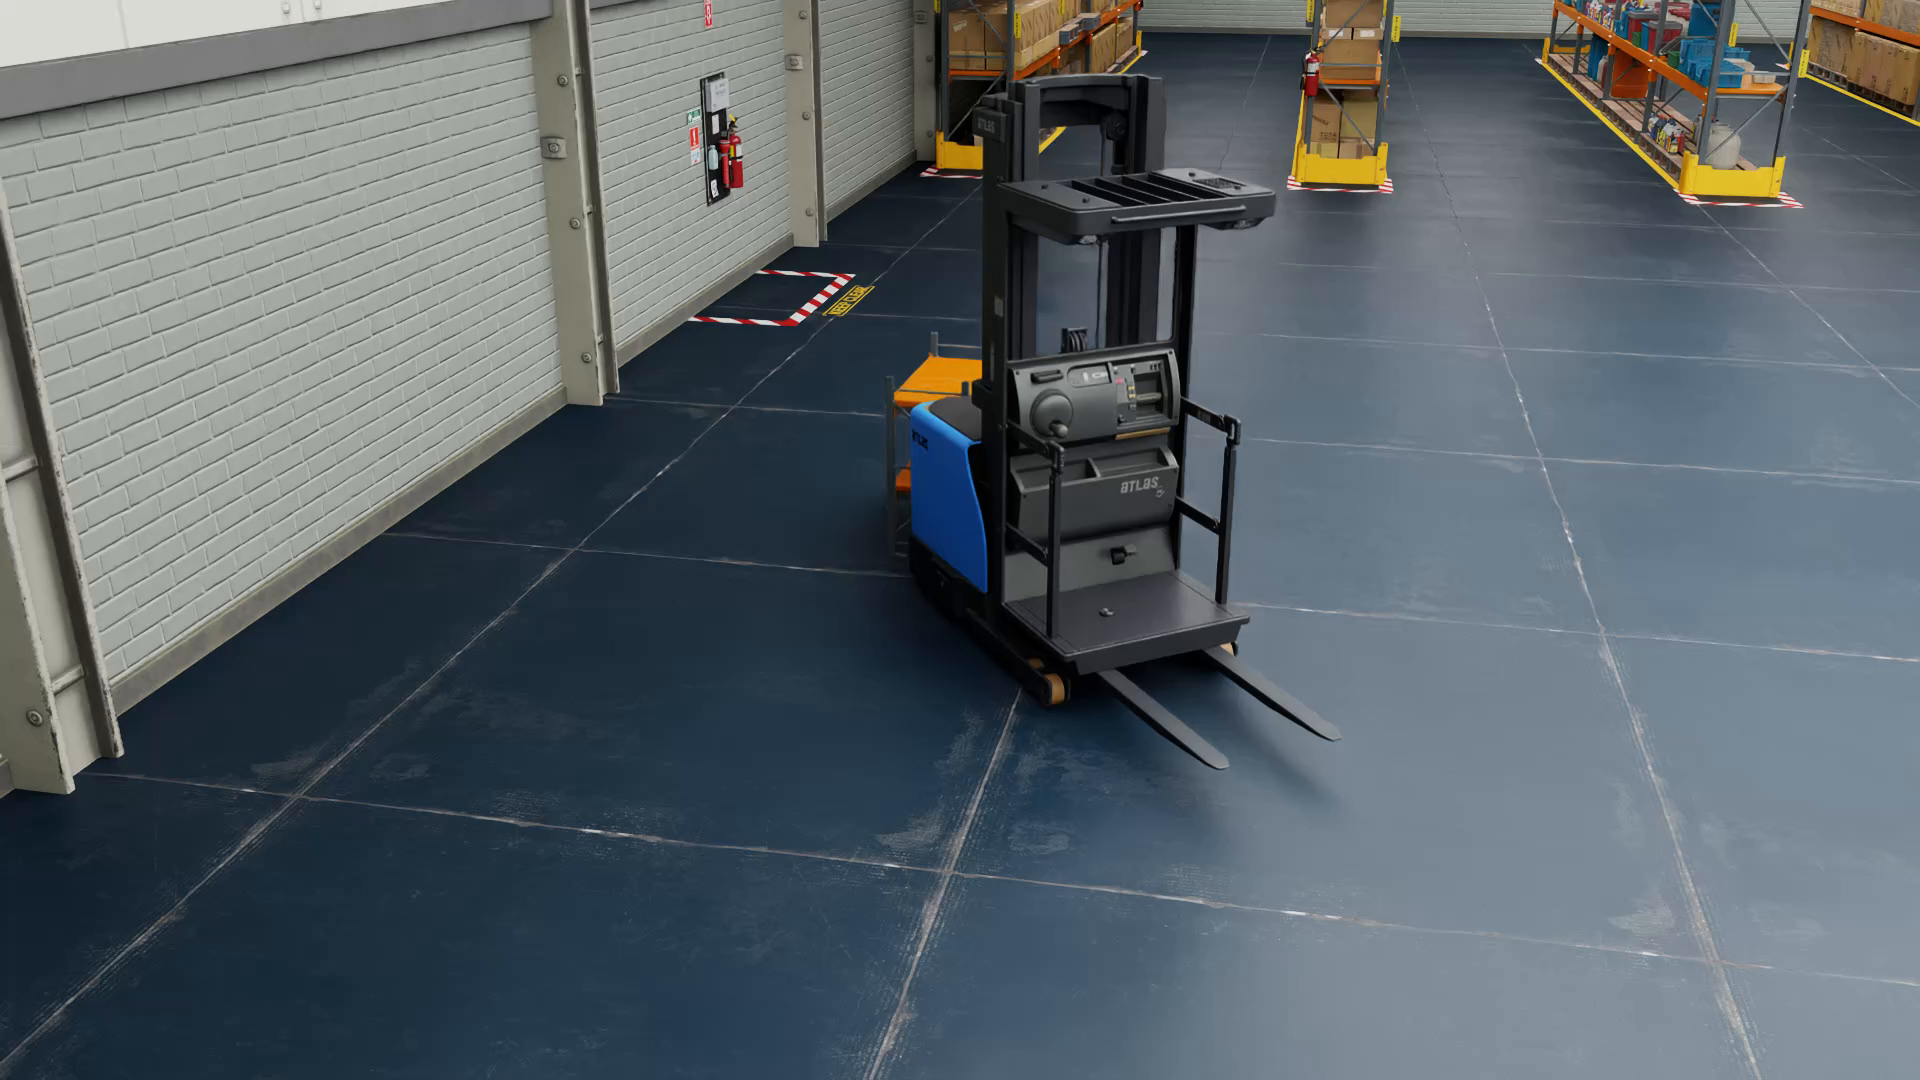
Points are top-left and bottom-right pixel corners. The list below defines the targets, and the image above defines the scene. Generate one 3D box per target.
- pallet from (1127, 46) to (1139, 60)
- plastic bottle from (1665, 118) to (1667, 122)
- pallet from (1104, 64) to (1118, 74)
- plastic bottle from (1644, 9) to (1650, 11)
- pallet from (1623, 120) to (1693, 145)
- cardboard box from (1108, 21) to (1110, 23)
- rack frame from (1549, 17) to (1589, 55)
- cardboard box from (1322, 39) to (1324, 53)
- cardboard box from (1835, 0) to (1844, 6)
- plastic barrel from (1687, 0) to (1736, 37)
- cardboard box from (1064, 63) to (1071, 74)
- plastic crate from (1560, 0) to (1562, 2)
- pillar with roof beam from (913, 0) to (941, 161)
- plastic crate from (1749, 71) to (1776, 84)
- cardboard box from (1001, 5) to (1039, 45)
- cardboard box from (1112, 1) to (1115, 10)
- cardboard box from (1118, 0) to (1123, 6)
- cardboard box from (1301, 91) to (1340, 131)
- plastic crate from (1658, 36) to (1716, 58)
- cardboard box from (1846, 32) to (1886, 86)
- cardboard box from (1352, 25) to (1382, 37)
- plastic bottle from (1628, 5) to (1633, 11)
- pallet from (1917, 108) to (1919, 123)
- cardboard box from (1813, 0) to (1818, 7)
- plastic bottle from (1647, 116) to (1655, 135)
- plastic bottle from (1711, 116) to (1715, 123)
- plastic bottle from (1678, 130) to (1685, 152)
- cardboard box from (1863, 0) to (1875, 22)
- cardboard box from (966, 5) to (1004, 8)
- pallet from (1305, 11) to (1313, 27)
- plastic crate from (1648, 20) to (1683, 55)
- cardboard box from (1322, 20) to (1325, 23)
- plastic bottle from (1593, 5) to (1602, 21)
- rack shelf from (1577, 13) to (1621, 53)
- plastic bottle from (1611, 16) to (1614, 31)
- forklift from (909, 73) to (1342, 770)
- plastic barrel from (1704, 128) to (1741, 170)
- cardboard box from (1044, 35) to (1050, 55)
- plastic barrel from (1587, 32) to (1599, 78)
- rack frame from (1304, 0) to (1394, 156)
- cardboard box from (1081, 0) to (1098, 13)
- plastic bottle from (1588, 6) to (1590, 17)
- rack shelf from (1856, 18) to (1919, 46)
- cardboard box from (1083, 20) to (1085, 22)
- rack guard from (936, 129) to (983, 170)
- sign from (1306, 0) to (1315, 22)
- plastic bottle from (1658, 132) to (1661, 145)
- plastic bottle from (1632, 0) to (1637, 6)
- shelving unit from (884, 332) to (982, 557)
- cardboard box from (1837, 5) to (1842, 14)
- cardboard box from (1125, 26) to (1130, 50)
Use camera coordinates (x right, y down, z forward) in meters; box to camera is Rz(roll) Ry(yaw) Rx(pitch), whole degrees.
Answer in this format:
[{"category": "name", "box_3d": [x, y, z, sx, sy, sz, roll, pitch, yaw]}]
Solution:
[{"category": "pallet", "box_3d": [3.419, -10.848, 37.006, 1.003, 0.211, 1.213, 4, 22, 11]}, {"category": "plastic bottle", "box_3d": [10.326, -6.029, 24.354, 0.061, 0.283, 0.133, 4, 22, 11]}, {"category": "pallet", "box_3d": [2.605, -9.395, 33.400, 1.003, 0.211, 1.213, 4, 22, 11]}, {"category": "plastic bottle", "box_3d": [12.259, -9.342, 29.700, 0.152, 0.276, 0.135, 4, 22, 11]}, {"category": "pallet", "box_3d": [10.877, -6.292, 25.695, 1.003, 0.211, 1.213, 4, 22, 11]}, {"category": "cardboard box", "box_3d": [3.033, -11.109, 35.838, 0.380, 0.149, 0.250, 5, 22, 11]}, {"category": "rack frame", "box_3d": [13.204, -11.684, 35.351, 1.000, 3.000, 0.127, 4, 22, 11]}, {"category": "cardboard box", "box_3d": [5.822, -7.558, 24.972, 0.700, 0.500, 0.500, 4, 22, 10]}, {"category": "cardboard box", "box_3d": [17.277, -10.470, 32.138, 0.500, 0.250, 0.500, 5, 22, 12]}, {"category": "plastic barrel", "box_3d": [11.130, -7.647, 24.654, 0.600, 0.901, 0.708, 4, 22, 11]}, {"category": "cardboard box", "box_3d": [1.558, -8.112, 29.237, 0.700, 0.500, 0.500, 4, 22, 11]}, {"category": "plastic crate", "box_3d": [12.697, -11.329, 34.611, 0.416, 0.233, 0.300, 4, 22, 11]}, {"category": "pillar with roof beam", "box_3d": [3.751, -9.365, 21.560, 9.100, 9.000, 0.400, 4, 22, 11]}, {"category": "plastic crate", "box_3d": [10.436, -6.013, 21.622, 0.298, 0.136, 0.250, 4, 22, 11]}, {"category": "cardboard box", "box_3d": [0.854, -7.396, 23.872, 0.500, 0.500, 0.500, 4, 22, 9]}, {"category": "cardboard box", "box_3d": [2.869, -10.630, 33.043, 0.380, 0.149, 0.250, 5, 22, 12]}, {"category": "cardboard box", "box_3d": [2.816, -11.313, 34.027, 0.980, 0.700, 0.700, 5, 22, 12]}, {"category": "cardboard box", "box_3d": [5.098, -6.065, 23.512, 0.500, 0.500, 0.500, 4, 22, 11]}, {"category": "plastic crate", "box_3d": [10.524, -7.085, 24.014, 0.767, 0.338, 0.504, 4, 22, 11]}, {"category": "cardboard box", "box_3d": [17.125, -8.818, 30.514, 1.225, 0.875, 0.875, 5, 22, 11]}, {"category": "cardboard box", "box_3d": [5.433, -6.783, 22.178, 0.380, 0.149, 0.250, 4, 22, 10]}, {"category": "plastic bottle", "box_3d": [12.320, -9.678, 30.540, 0.097, 0.271, 0.097, 0, 22, 0]}, {"category": "pallet", "box_3d": [16.259, -6.802, 26.960, 1.003, 0.211, 1.213, 4, 22, 11]}, {"category": "cardboard box", "box_3d": [17.554, -10.898, 33.734, 0.380, 0.149, 0.250, 4, 22, 10]}, {"category": "plastic bottle", "box_3d": [10.261, -6.151, 24.675, 0.097, 0.271, 0.097, 0, 22, 0]}, {"category": "plastic bottle", "box_3d": [10.867, -5.943, 24.053, 0.144, 0.351, 0.185, 3, 22, 8]}, {"category": "plastic bottle", "box_3d": [10.067, -5.564, 23.201, 0.061, 0.283, 0.133, 4, 22, 11]}, {"category": "cardboard box", "box_3d": [16.898, -9.741, 30.392, 0.500, 0.500, 0.500, 5, 22, 11]}, {"category": "cardboard box", "box_3d": [0.342, -7.437, 23.975, 0.500, 0.500, 0.500, 4, 22, 9]}, {"category": "pallet", "box_3d": [6.792, -9.302, 29.692, 1.213, 0.211, 1.003, 4, 22, 11]}, {"category": "plastic crate", "box_3d": [10.554, -7.526, 24.939, 0.402, 0.464, 0.583, 4, 22, 11]}, {"category": "cardboard box", "box_3d": [5.193, -7.091, 22.942, 0.380, 0.149, 0.250, 5, 23, 13]}, {"category": "plastic bottle", "box_3d": [11.731, -9.685, 30.552, 0.152, 0.276, 0.135, 4, 22, 11]}, {"category": "rack shelf", "box_3d": [11.979, -9.156, 30.037, 1.077, 0.370, 4.000, 4, 22, 11]}, {"category": "plastic bottle", "box_3d": [11.236, -8.885, 28.556, 0.061, 0.283, 0.133, 4, 22, 11]}, {"category": "forklift", "box_3d": [0.787, -0.715, 8.205, 1.130, 2.935, 3.031, -10, 24, -23]}, {"category": "plastic barrel", "box_3d": [9.998, -5.120, 21.820, 0.421, 0.512, 0.421, 0, 22, 0]}, {"category": "cardboard box", "box_3d": [1.059, -7.428, 24.955, 0.500, 0.250, 0.500, 4, 22, 11]}, {"category": "plastic barrel", "box_3d": [12.260, -9.245, 31.541, 0.600, 0.901, 0.708, 4, 22, 11]}, {"category": "rack frame", "box_3d": [5.090, -6.212, 21.762, 1.000, 3.000, 0.127, 4, 22, 11]}, {"category": "cardboard box", "box_3d": [2.222, -9.866, 30.276, 0.500, 0.500, 0.500, 5, 22, 13]}, {"category": "plastic bottle", "box_3d": [11.842, -9.932, 31.172, 0.097, 0.271, 0.097, 0, 22, 0]}, {"category": "rack shelf", "box_3d": [16.828, -8.779, 29.099, 1.077, 0.370, 4.000, 4, 22, 11]}, {"category": "cardboard box", "box_3d": [2.167, -9.509, 30.260, 0.380, 0.149, 0.250, 4, 22, 10]}, {"category": "rack guard", "box_3d": [0.256, -5.456, 23.233, 1.175, 0.500, 0.348, 4, 22, 11]}, {"category": "sign", "box_3d": [4.562, -6.905, 21.617, 0.100, 0.325, 0.005, 4, 22, 11]}, {"category": "plastic bottle", "box_3d": [10.065, -5.767, 23.816, 0.097, 0.201, 0.097, 0, 22, 0]}, {"category": "plastic bottle", "box_3d": [12.520, -9.838, 30.831, 0.144, 0.351, 0.185, 4, 22, 11]}, {"category": "shelving unit", "box_3d": [-0.067, -0.597, 10.331, 0.538, 1.125, 1.048, 5, 23, 13]}, {"category": "cardboard box", "box_3d": [17.187, -10.240, 32.101, 0.380, 0.149, 0.250, 5, 22, 12]}, {"category": "cardboard box", "box_3d": [3.358, -11.028, 36.505, 0.700, 0.500, 0.500, 4, 22, 11]}]
